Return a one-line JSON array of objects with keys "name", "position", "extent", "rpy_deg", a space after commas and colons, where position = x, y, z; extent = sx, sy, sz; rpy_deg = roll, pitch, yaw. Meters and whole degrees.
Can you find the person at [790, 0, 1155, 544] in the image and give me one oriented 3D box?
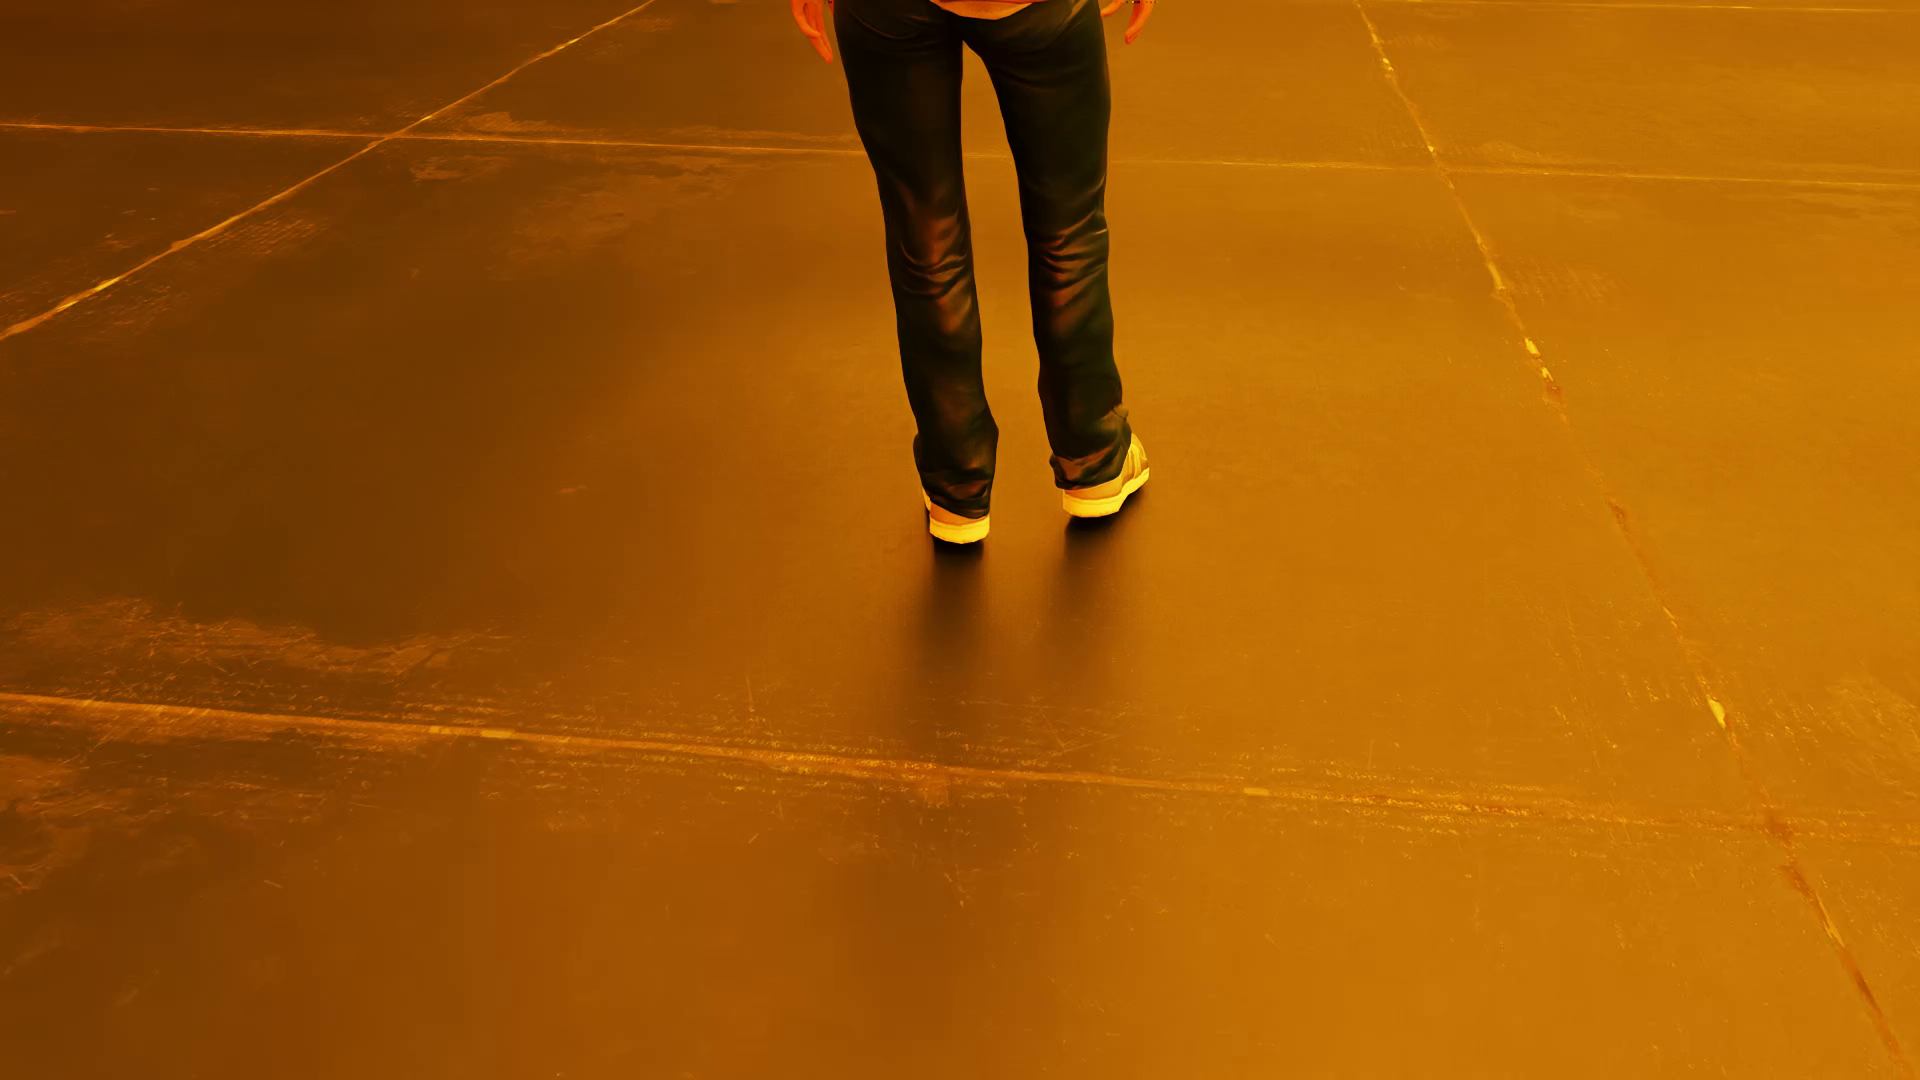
[{"name": "person", "position": [0.024, -0.754, 2.205], "extent": [0.520, 1.599, 0.473], "rpy_deg": [3, 27, 7]}]
